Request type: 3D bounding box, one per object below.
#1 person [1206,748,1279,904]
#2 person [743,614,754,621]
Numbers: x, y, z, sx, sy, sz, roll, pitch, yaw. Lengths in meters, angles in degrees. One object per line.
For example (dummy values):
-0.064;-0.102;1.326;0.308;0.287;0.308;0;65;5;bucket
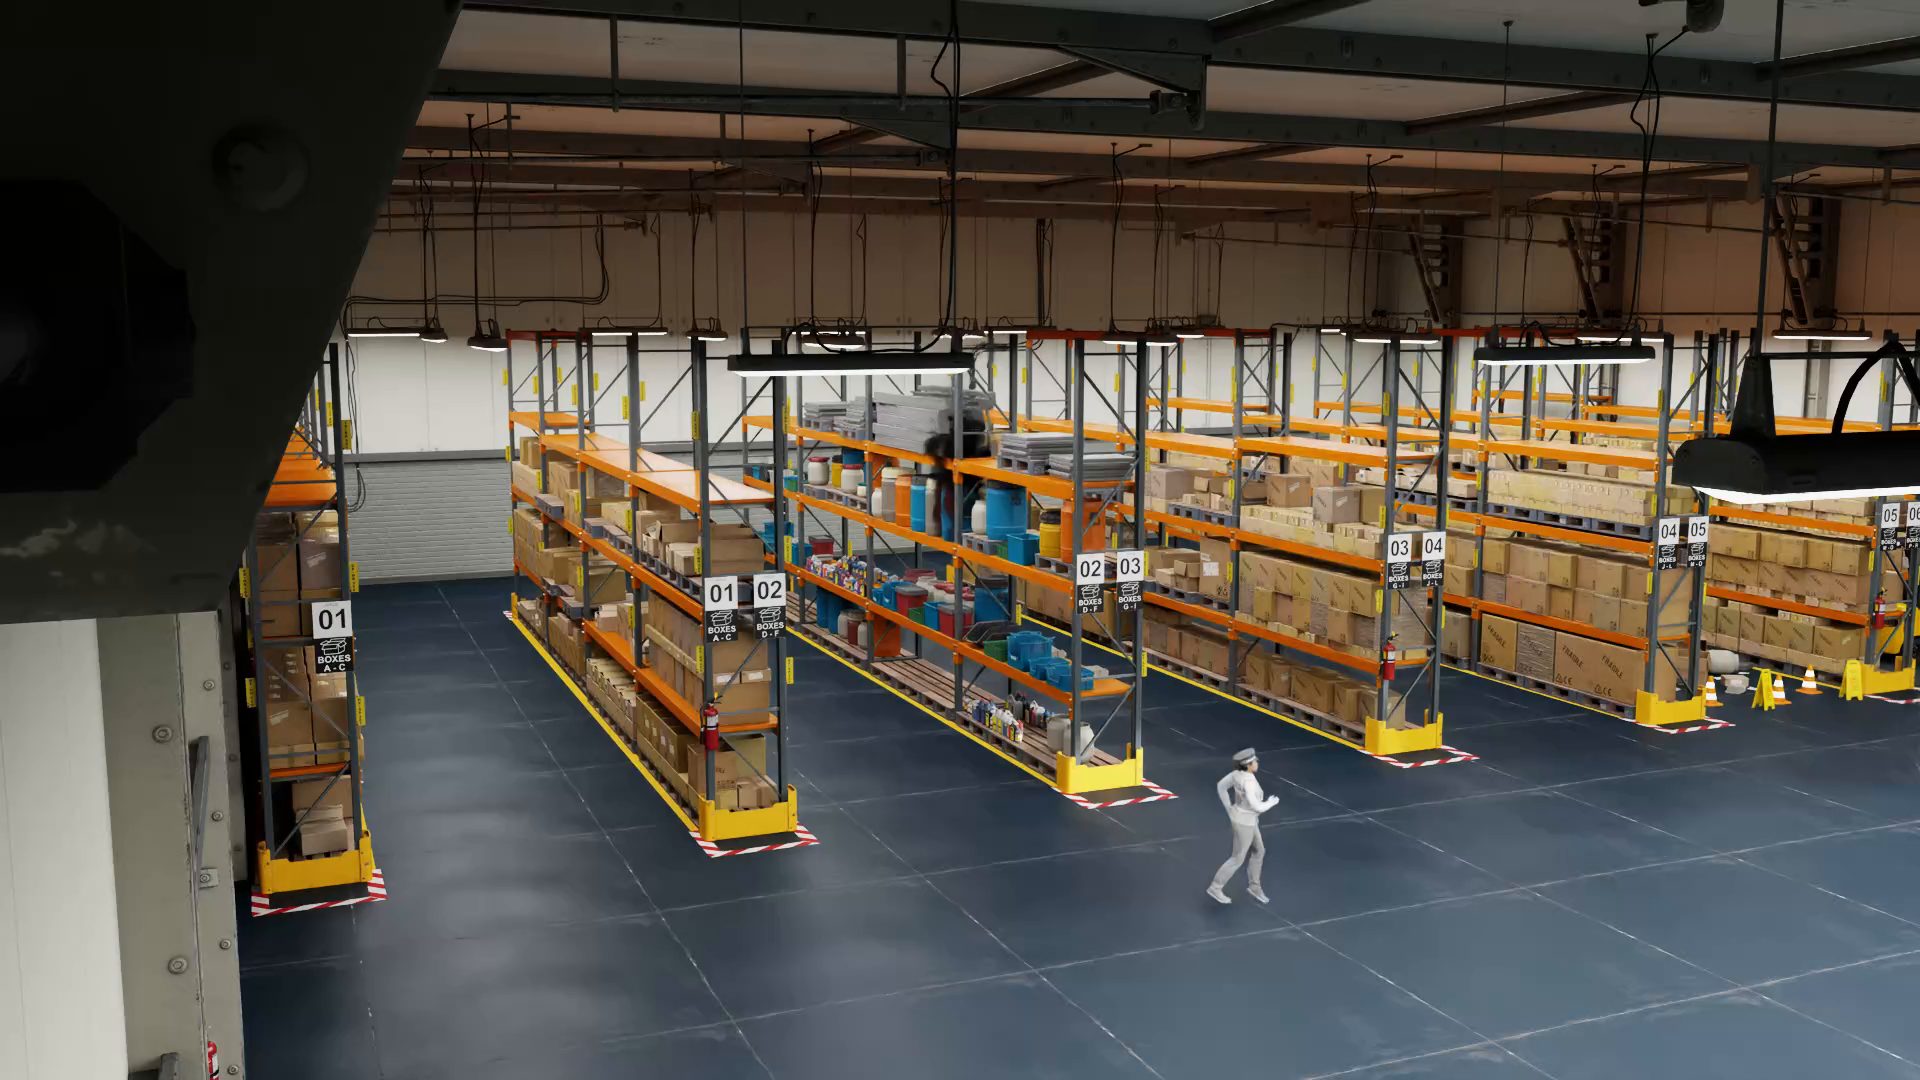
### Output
3.022;3.082;17.804;0.767;1.758;0.627;0;8;-3;person
-3.854;1.473;29.701;0.599;1.687;0.722;-5;9;-32;person
